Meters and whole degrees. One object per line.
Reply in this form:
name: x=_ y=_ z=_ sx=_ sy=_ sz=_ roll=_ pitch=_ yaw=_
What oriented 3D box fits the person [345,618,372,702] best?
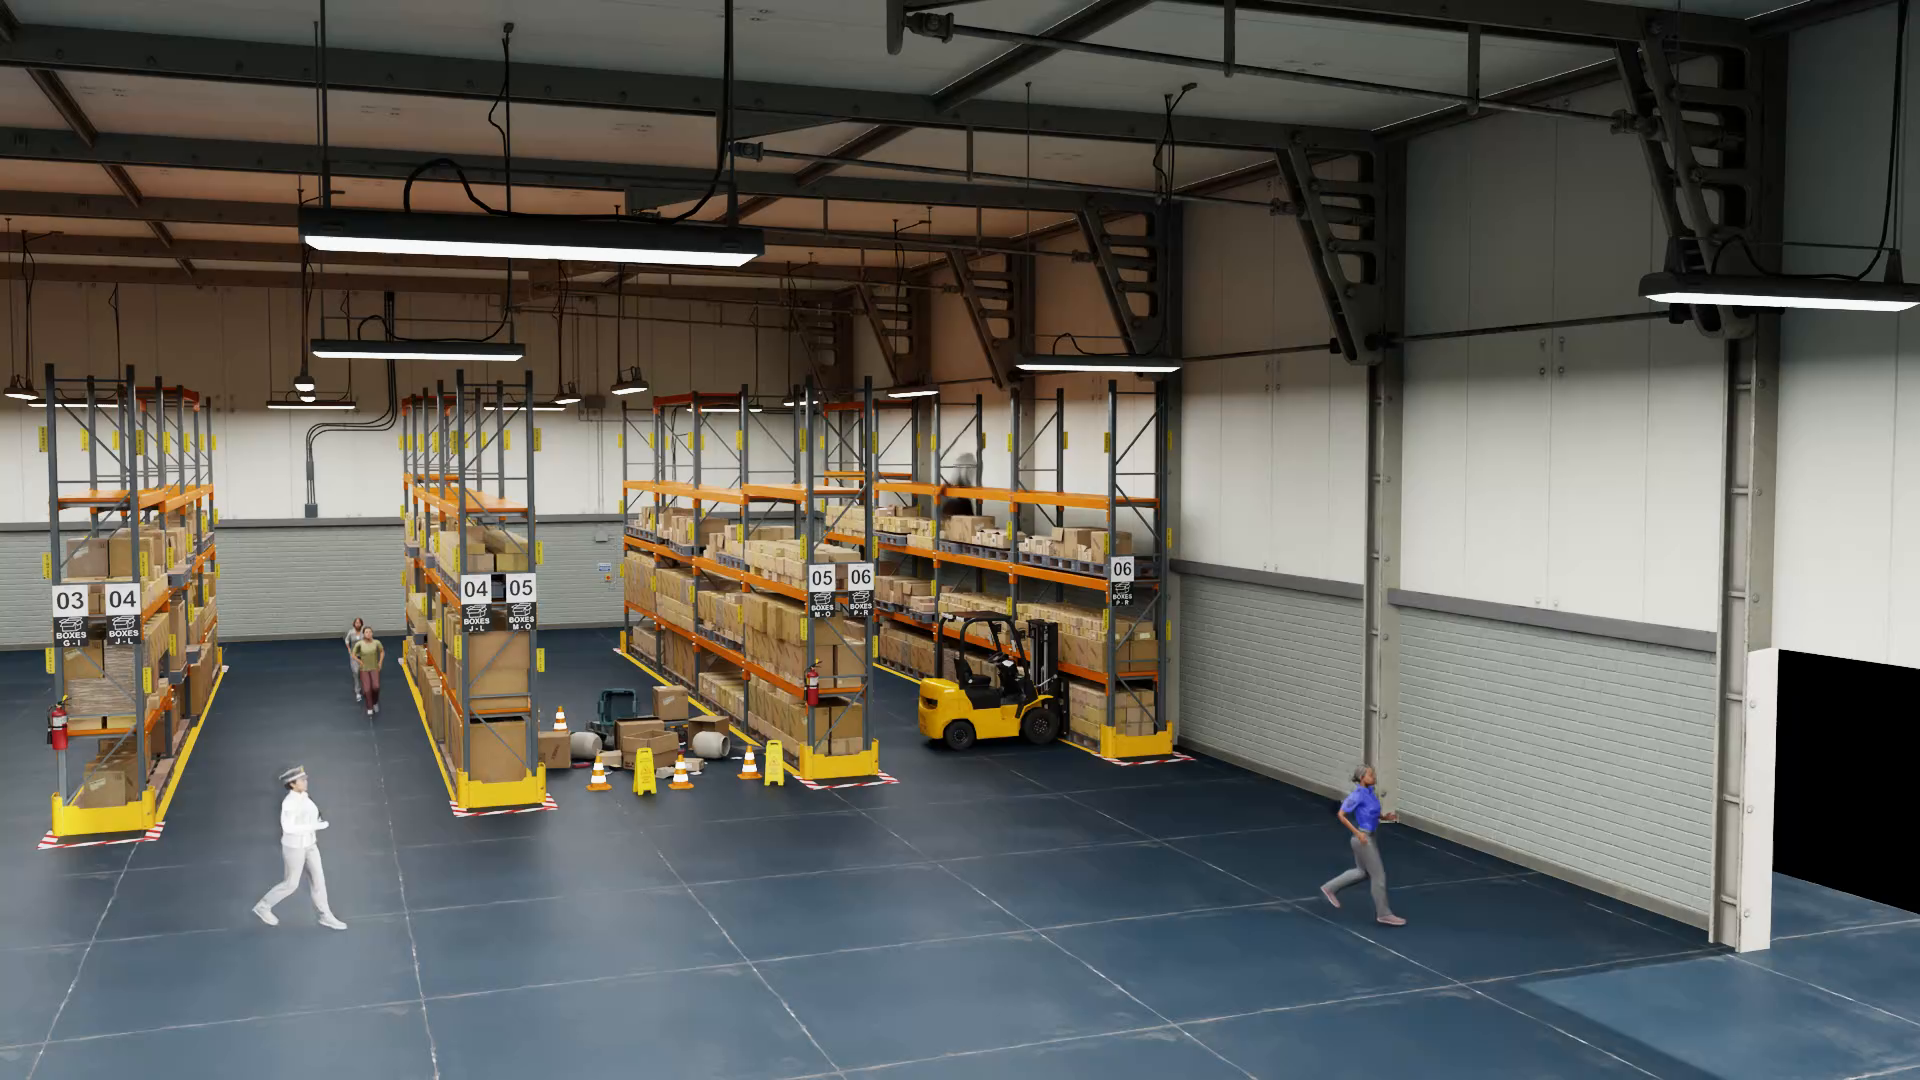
person: x=-11.789 y=2.317 z=32.659 sx=0.507 sy=1.580 sz=1.027 roll=-2 pitch=4 yaw=-25

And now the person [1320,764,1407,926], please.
person: x=4.204 y=3.150 z=17.351 sx=0.924 sy=1.633 sz=0.583 roll=2 pitch=4 yaw=25

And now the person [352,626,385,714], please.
person: x=-10.843 y=2.396 z=30.495 sx=0.581 sy=1.634 sz=0.538 roll=-1 pitch=4 yaw=-22

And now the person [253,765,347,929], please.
person: x=-6.748 y=3.143 z=16.963 sx=0.920 sy=1.697 sz=0.612 roll=0 pitch=3 yaw=3
